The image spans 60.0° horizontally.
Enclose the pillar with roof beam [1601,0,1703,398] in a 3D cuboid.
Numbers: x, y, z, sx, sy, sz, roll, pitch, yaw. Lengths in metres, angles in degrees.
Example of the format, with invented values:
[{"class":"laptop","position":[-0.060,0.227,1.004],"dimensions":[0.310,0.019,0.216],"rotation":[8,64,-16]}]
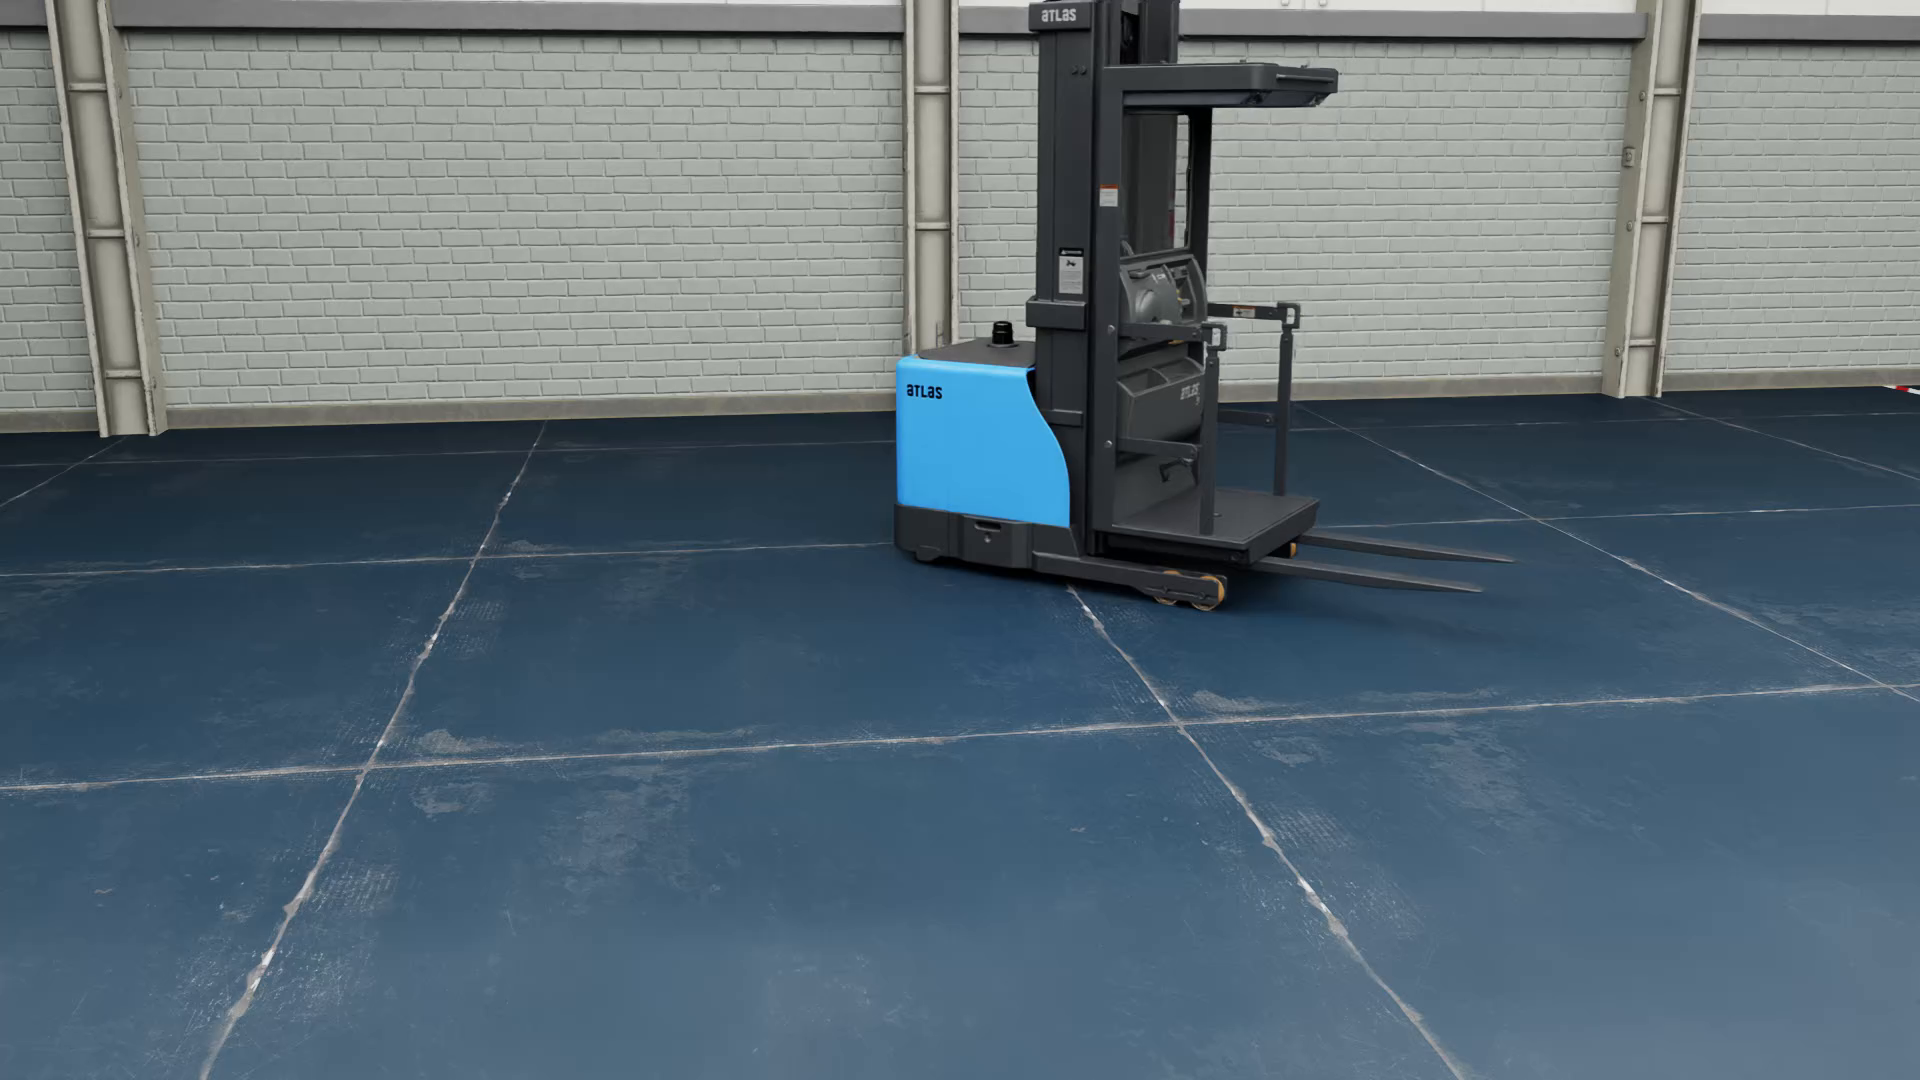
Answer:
[{"class":"pillar with roof beam","position":[6.346,-4.566,8.928],"dimensions":[0.400,9.000,9.100],"rotation":[-2,14,-8]}]

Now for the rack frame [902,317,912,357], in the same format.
[{"class":"rack frame","position":[-0.290,-0.622,9.234],"dimensions":[0.006,1.200,0.240],"rotation":[2,14,9]}]

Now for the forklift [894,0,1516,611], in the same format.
[{"class":"forklift","position":[1.184,-1.233,8.115],"dimensions":[3.031,2.935,1.130],"rotation":[8,16,30]}]

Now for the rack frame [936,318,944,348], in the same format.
[{"class":"rack frame","position":[-0.109,-0.615,9.206],"dimensions":[0.006,1.200,0.240],"rotation":[2,14,9]}]

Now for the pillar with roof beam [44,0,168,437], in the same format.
[{"class":"pillar with roof beam","position":[-5.520,-4.131,7.194],"dimensions":[0.400,9.000,9.100],"rotation":[-2,14,-8]}]

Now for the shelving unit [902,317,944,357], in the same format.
[{"class":"shelving unit","position":[-0.200,-0.619,9.220],"dimensions":[0.189,1.200,0.258],"rotation":[2,14,9]}]

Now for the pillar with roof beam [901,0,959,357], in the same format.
[{"class":"pillar with roof beam","position":[0.413,-4.348,8.061],"dimensions":[0.400,9.000,9.100],"rotation":[-2,14,-8]}]
